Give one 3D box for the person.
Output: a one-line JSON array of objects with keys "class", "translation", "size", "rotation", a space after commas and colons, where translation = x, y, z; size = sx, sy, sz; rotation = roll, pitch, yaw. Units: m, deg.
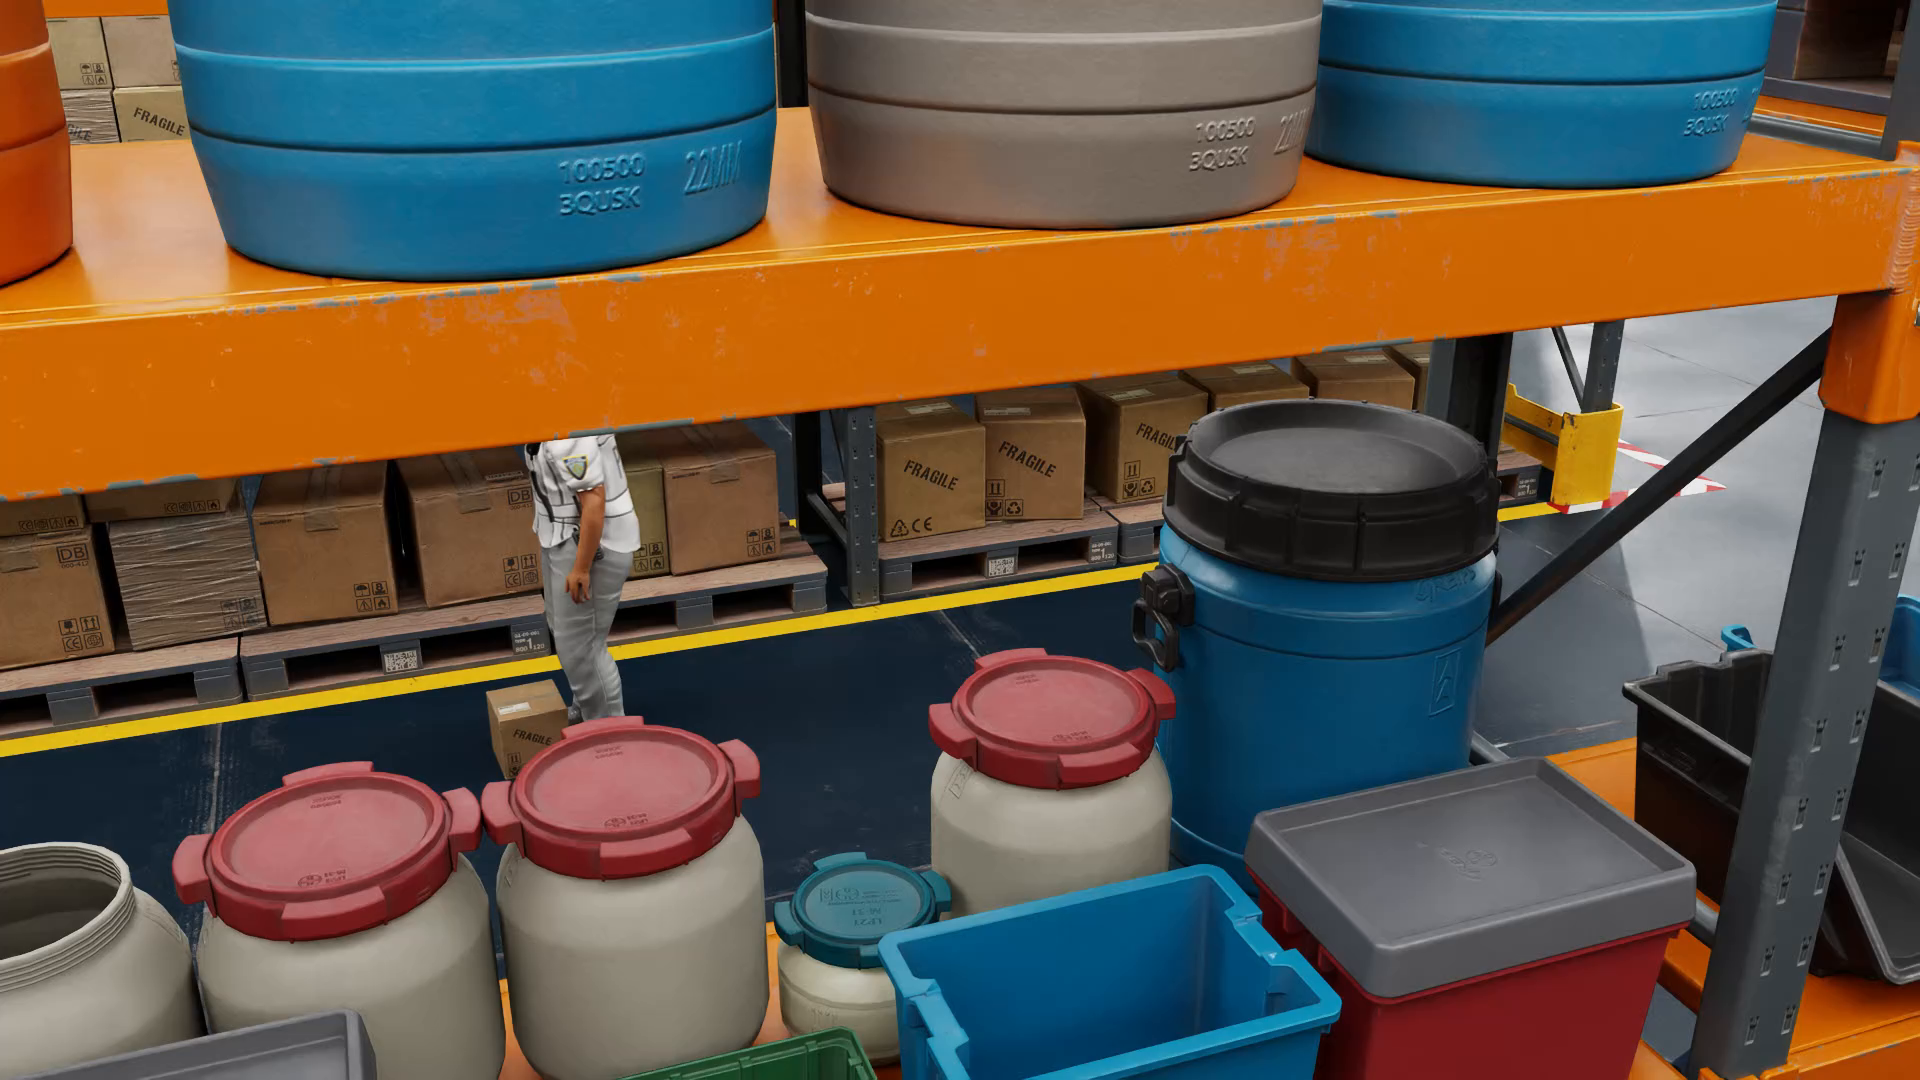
[{"class": "person", "translation": [-1.410, 0.022, 6.031], "size": [0.466, 1.667, 0.540], "rotation": [-8, 24, -19]}]
